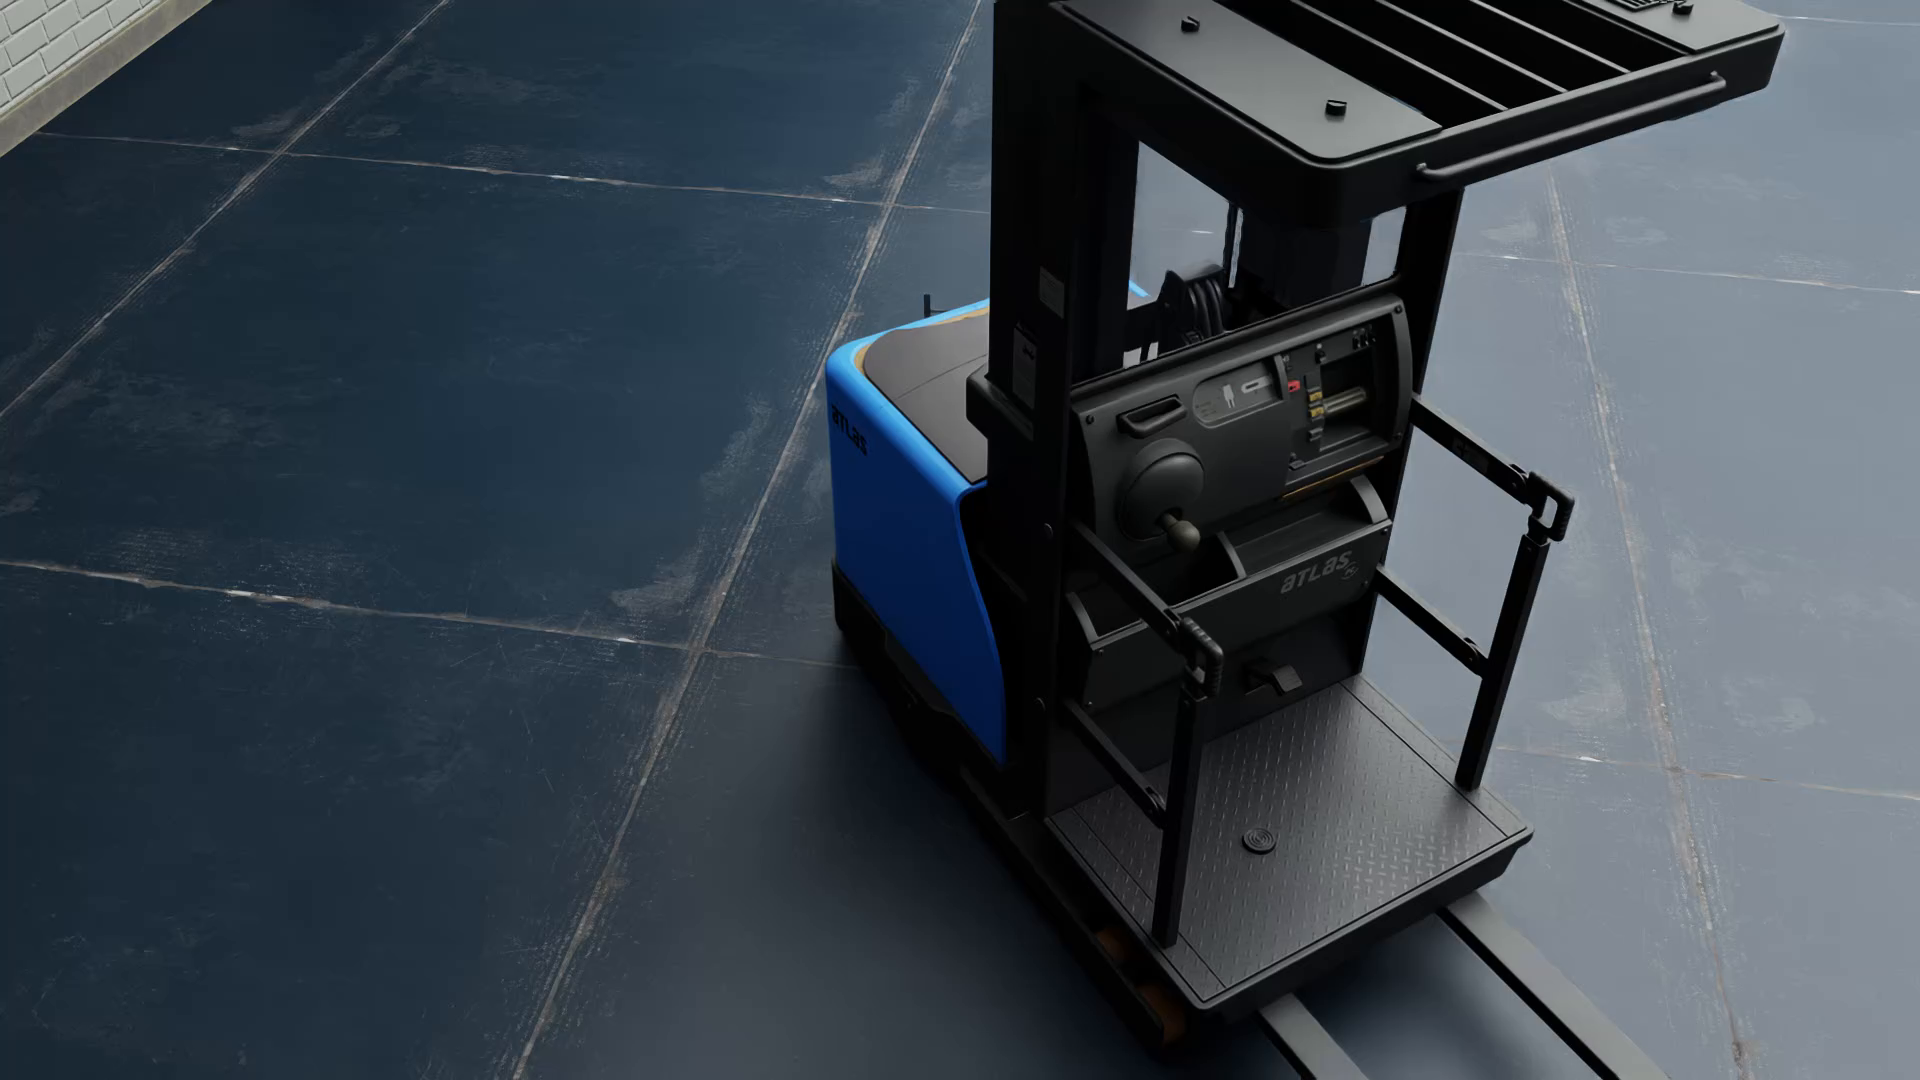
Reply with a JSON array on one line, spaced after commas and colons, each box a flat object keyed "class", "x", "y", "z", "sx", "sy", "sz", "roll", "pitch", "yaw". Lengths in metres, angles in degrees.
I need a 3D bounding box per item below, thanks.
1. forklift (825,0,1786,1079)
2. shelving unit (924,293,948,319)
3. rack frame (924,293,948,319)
[{"class": "forklift", "x": 0.782, "y": -0.193, "z": 3.683, "sx": 1.130, "sy": 2.935, "sz": 3.031, "roll": -21, "pitch": 44, "yaw": -23}, {"class": "shelving unit", "x": -0.008, "y": -0.362, "z": 5.481, "sx": 0.258, "sy": 0.900, "sz": 0.210, "roll": 5, "pitch": 40, "yaw": 5}, {"class": "rack frame", "x": 0.004, "y": -0.426, "z": 5.559, "sx": 0.240, "sy": 0.900, "sz": 0.006, "roll": 5, "pitch": 40, "yaw": 5}]
